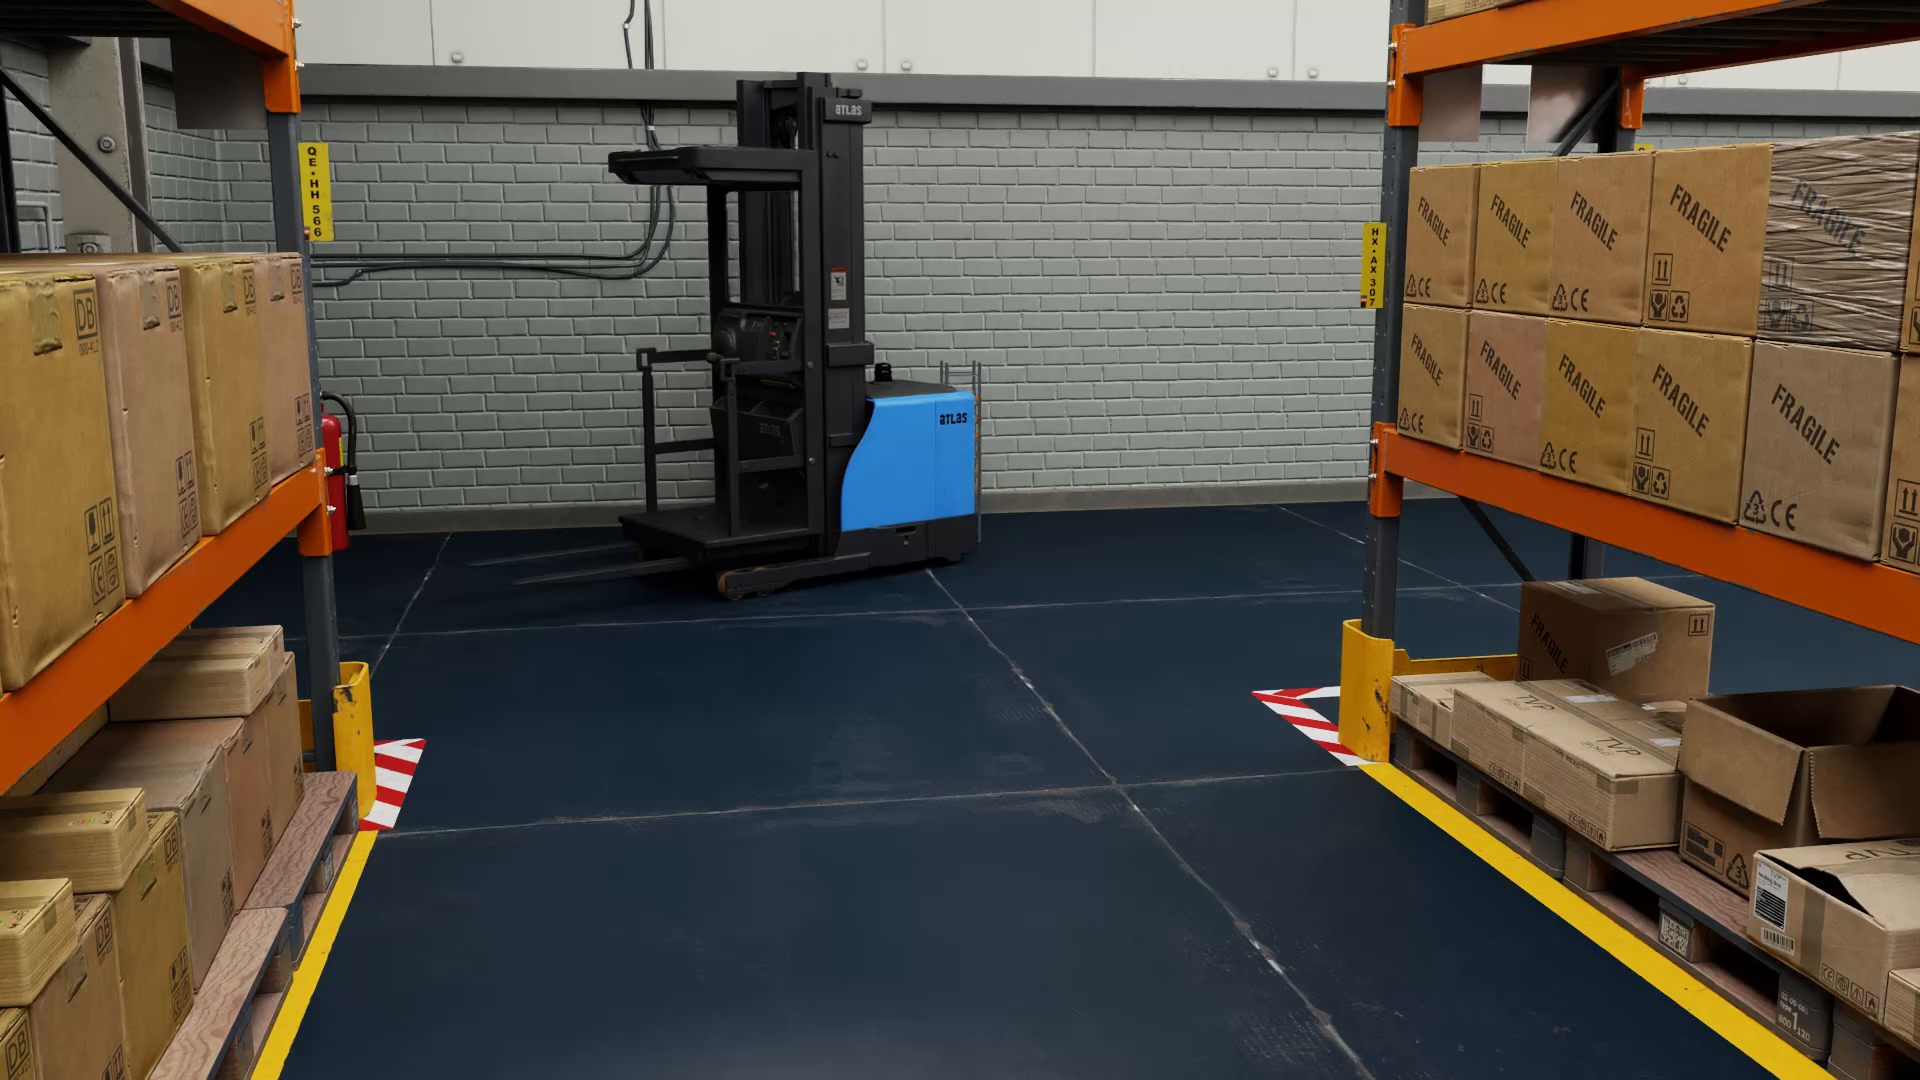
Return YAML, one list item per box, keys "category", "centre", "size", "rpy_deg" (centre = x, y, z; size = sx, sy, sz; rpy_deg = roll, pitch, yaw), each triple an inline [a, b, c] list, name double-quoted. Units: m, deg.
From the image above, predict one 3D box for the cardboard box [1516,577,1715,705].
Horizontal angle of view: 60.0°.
- category: "cardboard box"
  centre: [2.484, 0.445, 6.345]
  size: [0.500, 0.500, 0.500]
  rpy_deg: [-2, 11, -11]

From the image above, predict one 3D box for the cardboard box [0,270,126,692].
- category: "cardboard box"
  centre: [-2.170, -0.125, 3.027]
  size: [0.980, 0.700, 0.700]
  rpy_deg: [-2, 11, -12]

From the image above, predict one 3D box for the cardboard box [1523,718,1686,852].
- category: "cardboard box"
  centre: [2.159, 0.771, 5.303]
  size: [0.500, 0.250, 0.500]
  rpy_deg: [-2, 11, -11]

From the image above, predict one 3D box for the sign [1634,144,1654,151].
- category: "sign"
  centre: [2.685, -1.398, 6.578]
  size: [0.100, 0.325, 0.005]
  rpy_deg: [-2, 11, -11]

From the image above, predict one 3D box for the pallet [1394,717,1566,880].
- category: "pallet"
  centre: [2.307, 0.873, 6.048]
  size: [1.003, 0.211, 1.213]
  rpy_deg: [-2, 11, -11]

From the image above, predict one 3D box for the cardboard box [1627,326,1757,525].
- category: "cardboard box"
  centre: [2.260, -0.337, 4.679]
  size: [0.500, 0.500, 0.500]
  rpy_deg: [-2, 11, -10]

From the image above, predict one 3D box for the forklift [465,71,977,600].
- category: "forklift"
  centre: [-1.366, -1.209, 9.710]
  size: [3.031, 2.935, 1.130]
  rpy_deg: [-8, 14, -37]

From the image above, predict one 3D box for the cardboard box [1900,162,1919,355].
- category: "cardboard box"
  centre: [2.460, -0.641, 3.603]
  size: [0.500, 0.500, 0.500]
  rpy_deg: [-2, 11, -12]

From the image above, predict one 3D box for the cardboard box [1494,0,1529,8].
- category: "cardboard box"
  centre: [2.072, -1.862, 5.335]
  size: [0.500, 0.250, 0.500]
  rpy_deg: [-2, 11, -11]

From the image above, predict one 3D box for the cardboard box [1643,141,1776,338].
- category: "cardboard box"
  centre: [2.266, -0.826, 4.573]
  size: [0.500, 0.500, 0.500]
  rpy_deg: [-2, 11, -12]

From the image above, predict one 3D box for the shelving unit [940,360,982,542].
- category: "shelving unit"
  centre: [0.003, -0.587, 11.070]
  size: [0.258, 1.200, 0.189]
  rpy_deg: [-2, 11, -11]

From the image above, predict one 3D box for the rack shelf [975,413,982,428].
- category: "rack shelf"
  centre: [0.003, -0.779, 11.034]
  size: [0.258, 0.103, 0.180]
  rpy_deg: [-2, 11, -11]

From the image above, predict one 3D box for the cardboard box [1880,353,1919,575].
- category: "cardboard box"
  centre: [2.464, -0.150, 3.694]
  size: [0.500, 0.500, 0.500]
  rpy_deg: [-2, 11, -9]

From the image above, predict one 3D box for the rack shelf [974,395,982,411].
- category: "rack shelf"
  centre: [0.003, -0.897, 11.011]
  size: [0.258, 0.103, 0.180]
  rpy_deg: [-2, 11, -11]

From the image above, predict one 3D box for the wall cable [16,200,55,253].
- category: "wall cable"
  centre: [-3.899, -1.176, 6.637]
  size: [0.084, 1.984, 1.851]
  rpy_deg: [-2, 11, -11]

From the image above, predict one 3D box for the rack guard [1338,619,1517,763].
- category: "rack guard"
  centre: [2.151, 0.584, 6.789]
  size: [1.175, 0.500, 0.348]
  rpy_deg: [-2, 11, -11]

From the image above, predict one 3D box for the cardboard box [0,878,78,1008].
- category: "cardboard box"
  centre: [-1.876, 0.750, 3.063]
  size: [0.380, 0.149, 0.250]
  rpy_deg: [-2, 11, -9]

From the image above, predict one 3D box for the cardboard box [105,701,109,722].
- category: "cardboard box"
  centre: [-2.609, 0.428, 4.752]
  size: [0.380, 0.149, 0.250]
  rpy_deg: [-2, 11, -11]

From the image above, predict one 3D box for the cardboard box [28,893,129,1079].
- category: "cardboard box"
  centre: [-2.083, 1.045, 3.244]
  size: [0.700, 0.500, 0.500]
  rpy_deg: [-2, 11, -12]

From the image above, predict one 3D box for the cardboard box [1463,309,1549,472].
- category: "cardboard box"
  centre: [2.070, -0.521, 5.646]
  size: [0.500, 0.500, 0.500]
  rpy_deg: [-2, 11, -12]

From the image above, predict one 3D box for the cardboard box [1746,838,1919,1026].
- category: "cardboard box"
  centre: [2.380, 0.949, 4.202]
  size: [0.500, 0.311, 0.500]
  rpy_deg: [-2, 11, -11]

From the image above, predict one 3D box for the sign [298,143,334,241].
- category: "sign"
  centre: [-2.187, -1.179, 5.639]
  size: [0.100, 0.325, 0.005]
  rpy_deg: [-2, 11, -11]

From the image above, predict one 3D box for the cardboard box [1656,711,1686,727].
- category: "cardboard box"
  centre: [2.639, 0.743, 5.447]
  size: [0.500, 0.250, 0.500]
  rpy_deg: [-2, 11, -11]

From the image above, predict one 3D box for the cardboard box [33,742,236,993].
- category: "cardboard box"
  centre: [-2.292, 0.854, 4.251]
  size: [0.700, 0.500, 0.500]
  rpy_deg: [-2, 11, -13]

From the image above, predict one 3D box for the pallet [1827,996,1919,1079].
- category: "pallet"
  centre: [2.782, 1.320, 3.697]
  size: [1.003, 0.211, 1.213]
  rpy_deg: [-2, 11, -11]

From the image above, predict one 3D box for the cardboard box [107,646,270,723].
- category: "cardboard box"
  centre: [-2.233, 0.415, 4.822]
  size: [0.380, 0.149, 0.250]
  rpy_deg: [-2, 11, -9]

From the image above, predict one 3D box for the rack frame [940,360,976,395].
- category: "rack frame"
  centre: [-0.015, -0.604, 11.159]
  size: [0.240, 1.200, 0.006]
  rpy_deg: [-2, 11, -11]

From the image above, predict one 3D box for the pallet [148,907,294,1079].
- category: "pallet"
  centre: [-2.256, 1.260, 4.011]
  size: [1.003, 0.211, 1.213]
  rpy_deg: [-2, 11, -11]

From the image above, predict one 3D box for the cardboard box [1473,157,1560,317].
- category: "cardboard box"
  centre: [2.073, -1.011, 5.546]
  size: [0.500, 0.500, 0.500]
  rpy_deg: [-2, 11, -10]

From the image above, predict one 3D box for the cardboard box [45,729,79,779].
- category: "cardboard box"
  centre: [-2.510, 0.521, 4.265]
  size: [0.380, 0.149, 0.250]
  rpy_deg: [-2, 11, -10]

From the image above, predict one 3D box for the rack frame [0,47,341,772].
- category: "rack frame"
  centre: [-2.722, -0.477, 5.679]
  size: [1.000, 3.000, 0.127]
  rpy_deg: [-2, 11, -11]

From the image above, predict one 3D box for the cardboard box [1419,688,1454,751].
- category: "cardboard box"
  centre: [1.930, 0.653, 6.143]
  size: [0.380, 0.166, 0.250]
  rpy_deg: [-2, 11, -11]

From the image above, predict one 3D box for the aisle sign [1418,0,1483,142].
- category: "aisle sign"
  centre: [1.835, -1.936, 6.396]
  size: [0.394, 0.787, 0.004]
  rpy_deg: [-2, 11, -11]

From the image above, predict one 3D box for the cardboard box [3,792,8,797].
- category: "cardboard box"
  centre: [-2.411, 0.614, 3.774]
  size: [0.380, 0.149, 0.250]
  rpy_deg: [-2, 11, -12]

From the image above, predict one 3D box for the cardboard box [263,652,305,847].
- category: "cardboard box"
  centre: [-2.487, 0.670, 5.218]
  size: [0.700, 0.500, 0.500]
  rpy_deg: [-2, 11, -11]

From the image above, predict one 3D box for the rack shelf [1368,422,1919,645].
- category: "rack shelf"
  centre: [2.526, 0.063, 4.769]
  size: [1.077, 0.370, 4.000]
  rpy_deg: [-2, 11, -11]

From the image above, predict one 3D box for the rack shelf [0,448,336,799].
- category: "rack shelf"
  centre: [-2.333, 0.243, 3.819]
  size: [1.077, 0.370, 4.000]
  rpy_deg: [-2, 11, -11]

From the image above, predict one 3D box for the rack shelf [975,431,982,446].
- category: "rack shelf"
  centre: [0.003, -0.661, 11.056]
  size: [0.258, 0.103, 0.180]
  rpy_deg: [-2, 11, -11]

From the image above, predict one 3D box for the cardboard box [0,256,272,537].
- category: "cardboard box"
  centre: [-2.460, -0.398, 4.462]
  size: [0.980, 0.700, 0.700]
  rpy_deg: [-2, 11, -11]
